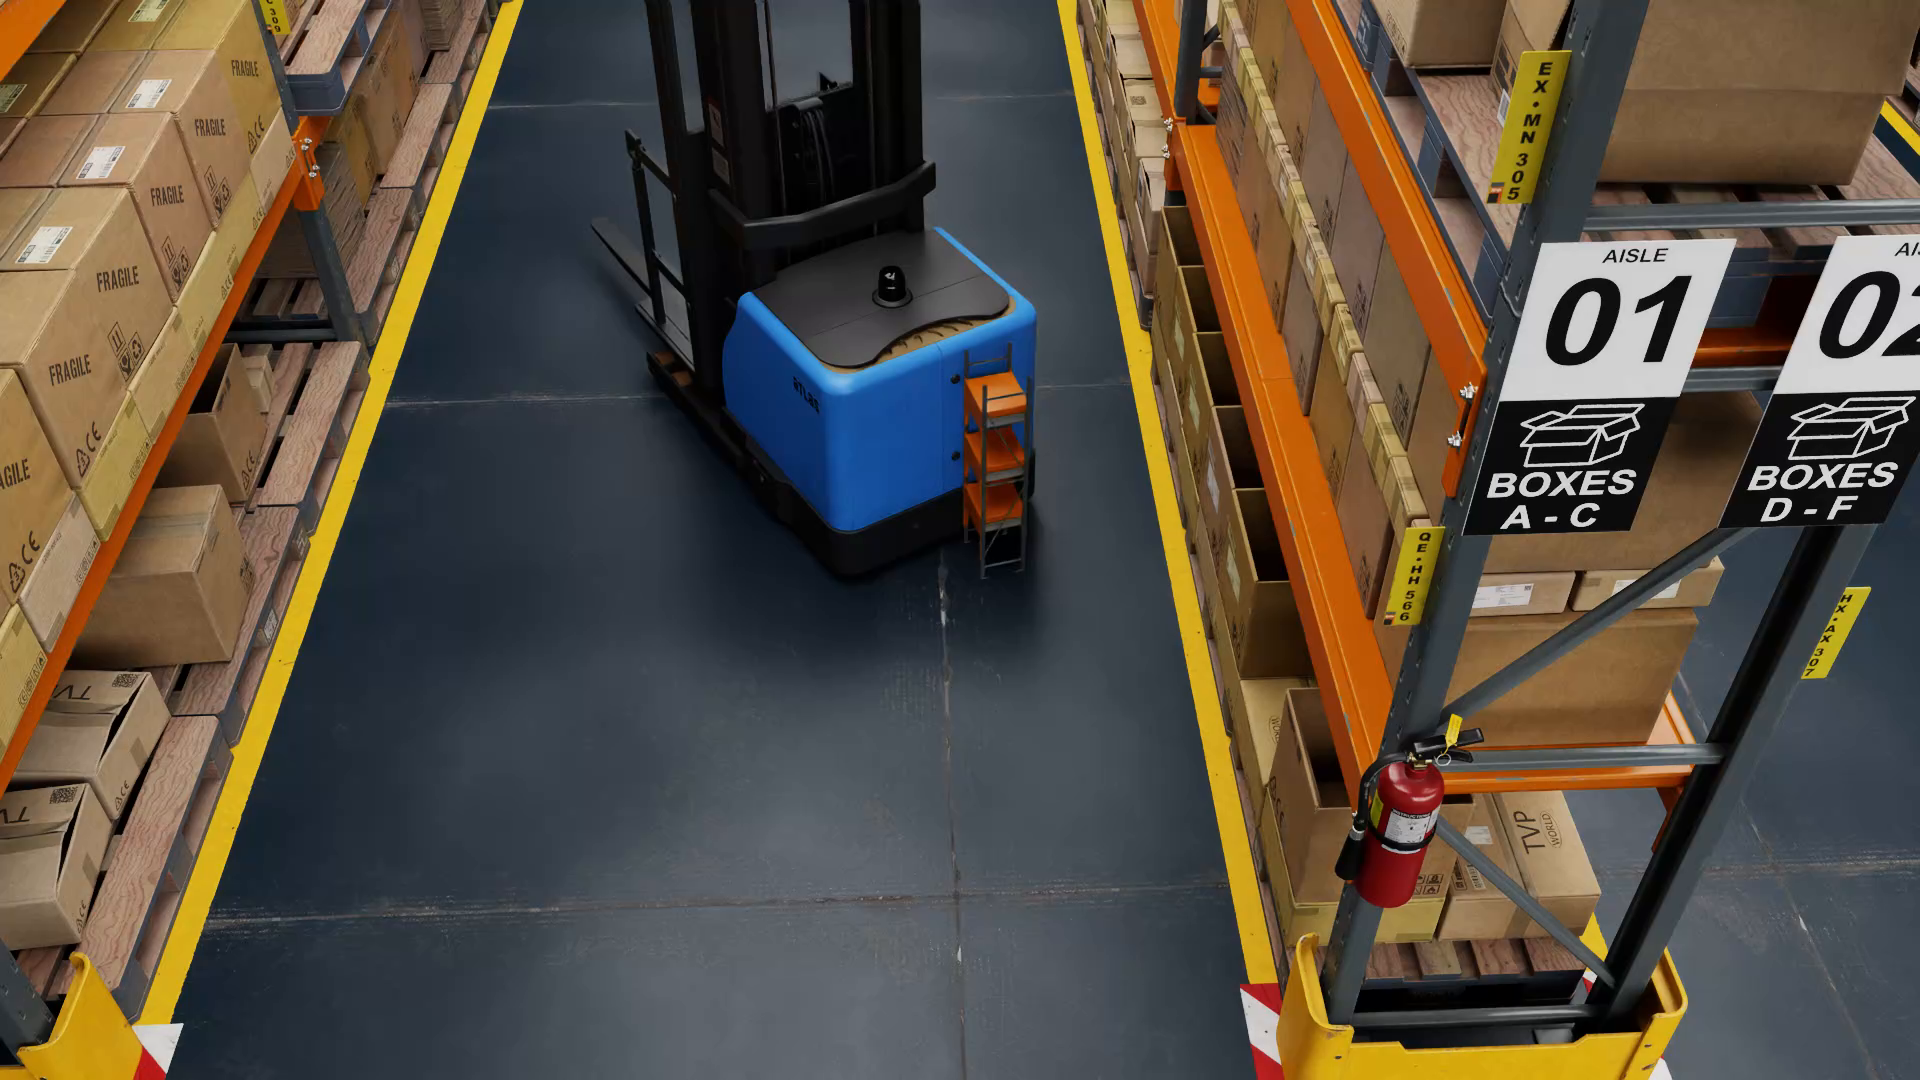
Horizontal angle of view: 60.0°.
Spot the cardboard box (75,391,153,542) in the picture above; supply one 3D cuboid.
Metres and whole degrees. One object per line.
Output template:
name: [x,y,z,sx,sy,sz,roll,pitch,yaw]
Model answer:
cardboard box: [-3.055,-0.241,5.539,0.500,0.250,0.500,-2,43,-2]

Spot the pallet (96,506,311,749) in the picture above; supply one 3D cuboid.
pallet: [-3.351,0.349,6.862,1.003,0.211,1.213,-2,43,-2]

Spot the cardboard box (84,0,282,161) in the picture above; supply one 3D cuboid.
cardboard box: [-3.141,-1.875,6.766,0.500,0.500,0.500,-2,43,-2]

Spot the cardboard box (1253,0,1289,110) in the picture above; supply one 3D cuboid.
cardboard box: [1.527,-1.976,6.301,0.700,0.500,0.500,-2,43,-2]

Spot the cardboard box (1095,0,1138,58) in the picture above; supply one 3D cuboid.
cardboard box: [1.088,-3.089,9.859,0.500,0.311,0.500,-3,43,-3]

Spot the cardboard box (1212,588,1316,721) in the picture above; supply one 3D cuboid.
cardboard box: [1.275,0.430,6.435,0.500,0.250,0.500,-2,43,-2]

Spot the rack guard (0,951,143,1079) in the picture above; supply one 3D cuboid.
rack guard: [-3.303,1.614,5.269,1.175,0.500,0.348,-2,43,-2]

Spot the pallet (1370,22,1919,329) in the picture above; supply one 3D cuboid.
pallet: [1.645,-0.952,4.064,1.003,0.211,1.213,-2,43,-2]

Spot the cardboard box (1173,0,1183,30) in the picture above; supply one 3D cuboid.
cardboard box: [1.258,-2.640,8.160,0.396,0.266,0.258,-3,43,-3]

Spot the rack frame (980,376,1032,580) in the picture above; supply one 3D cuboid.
rack frame: [0.185,-0.235,6.879,0.200,1.050,0.008,-12,44,-12]

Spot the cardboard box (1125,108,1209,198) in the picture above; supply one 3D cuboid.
cardboard box: [1.147,-2.066,8.742,0.500,0.311,0.500,-1,43,-1]

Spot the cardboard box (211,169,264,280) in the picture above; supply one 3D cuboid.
cardboard box: [-3.134,-1.261,6.652,0.500,0.250,0.500,-1,43,-2]

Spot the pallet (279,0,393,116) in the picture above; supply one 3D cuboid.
pallet: [-3.357,-2.406,7.947,1.003,0.211,1.213,-2,43,-2]

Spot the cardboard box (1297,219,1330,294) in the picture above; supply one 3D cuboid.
cardboard box: [1.374,-0.977,5.691,0.380,0.149,0.250,-2,43,-2]

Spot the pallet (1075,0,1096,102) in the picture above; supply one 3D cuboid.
pallet: [1.305,-3.217,10.753,1.003,0.211,1.213,-2,43,-2]

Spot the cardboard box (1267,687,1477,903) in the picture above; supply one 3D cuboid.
cardboard box: [1.329,0.828,5.446,0.500,0.500,0.500,-2,43,-2]

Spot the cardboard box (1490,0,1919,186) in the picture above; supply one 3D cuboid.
cardboard box: [1.629,-1.139,3.712,0.797,0.503,0.637,1,43,1]

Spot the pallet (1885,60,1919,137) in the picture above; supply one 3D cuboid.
pallet: [6.301,-2.568,10.045,1.003,0.211,1.213,-2,43,-2]

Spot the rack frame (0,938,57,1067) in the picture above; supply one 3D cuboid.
rack frame: [-3.297,0.744,4.369,0.949,2.616,0.053,-2,43,-2]

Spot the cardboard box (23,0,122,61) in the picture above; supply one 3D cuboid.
cardboard box: [-3.659,-1.862,6.752,0.500,0.500,0.500,-3,43,-3]

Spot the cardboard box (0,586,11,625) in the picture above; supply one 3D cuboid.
cardboard box: [-3.020,0.184,4.520,0.500,0.500,0.500,-2,43,-2]

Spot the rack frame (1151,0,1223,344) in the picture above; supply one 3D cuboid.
rack frame: [1.479,-2.101,7.472,1.000,3.000,0.127,-2,43,-2]

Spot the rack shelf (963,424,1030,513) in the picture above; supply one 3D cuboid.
rack shelf: [0.149,-0.306,6.972,0.215,0.259,0.240,-12,44,-12]

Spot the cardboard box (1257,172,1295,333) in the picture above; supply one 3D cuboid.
cardboard box: [1.551,-1.144,6.354,0.700,0.500,0.500,-1,43,-1]

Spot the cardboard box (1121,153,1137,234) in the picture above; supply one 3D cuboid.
cardboard box: [1.152,-1.856,8.928,0.500,0.250,0.500,-2,43,-2]

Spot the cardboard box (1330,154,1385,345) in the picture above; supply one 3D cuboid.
cardboard box: [1.590,-0.962,5.196,0.700,0.500,0.500,-1,43,-2]

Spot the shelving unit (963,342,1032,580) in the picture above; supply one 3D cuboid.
shelving unit: [0.149,-0.314,6.965,0.215,1.050,0.252,-12,44,-12]

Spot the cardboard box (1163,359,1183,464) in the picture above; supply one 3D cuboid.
cardboard box: [1.212,-0.583,7.540,0.500,0.250,0.500,-2,43,-2]

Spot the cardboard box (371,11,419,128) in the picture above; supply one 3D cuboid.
cardboard box: [-3.602,-2.727,9.680,0.700,0.500,0.500,-2,43,-2]

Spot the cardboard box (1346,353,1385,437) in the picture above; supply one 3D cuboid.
cardboard box: [1.411,-0.449,5.115,0.380,0.149,0.250,-1,43,-1]

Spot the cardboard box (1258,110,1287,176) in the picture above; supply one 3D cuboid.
cardboard box: [1.342,-1.501,6.263,0.380,0.149,0.250,-3,43,-3]

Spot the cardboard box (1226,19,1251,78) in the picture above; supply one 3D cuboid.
cardboard box: [1.308,-2.021,6.831,0.380,0.149,0.250,-1,43,-1]

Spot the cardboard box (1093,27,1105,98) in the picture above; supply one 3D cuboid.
cardboard box: [1.088,-2.891,10.058,0.500,0.250,0.500,-3,43,-3]

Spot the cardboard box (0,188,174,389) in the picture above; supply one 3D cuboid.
cardboard box: [-3.080,-0.847,5.645,0.500,0.500,0.500,0,43,0]

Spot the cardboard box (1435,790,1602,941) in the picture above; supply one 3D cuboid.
cardboard box: [1.849,1.089,5.715,0.500,0.250,0.500,-2,43,-2]

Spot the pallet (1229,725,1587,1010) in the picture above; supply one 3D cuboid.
pallet: [1.575,1.112,6.030,1.003,0.211,1.213,-2,43,-2]

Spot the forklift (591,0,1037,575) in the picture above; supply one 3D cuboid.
forklift: [-0.886,-1.901,7.305,1.130,2.935,3.031,-24,48,-24]

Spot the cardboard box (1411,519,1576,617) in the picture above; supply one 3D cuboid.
cardboard box: [1.442,0.071,4.549,0.380,0.149,0.250,-2,43,-3]

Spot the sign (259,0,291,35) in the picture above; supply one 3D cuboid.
sign: [-2.928,-2.297,7.045,0.100,0.325,0.005,-2,43,-2]

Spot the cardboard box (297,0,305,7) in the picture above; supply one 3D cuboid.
cardboard box: [-3.474,-2.878,7.920,0.700,0.500,0.500,2,43,3]

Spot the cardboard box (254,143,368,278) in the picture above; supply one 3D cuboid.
cardboard box: [-3.518,-1.694,8.552,0.700,0.500,0.500,0,43,0]

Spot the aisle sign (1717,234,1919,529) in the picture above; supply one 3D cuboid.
aisle sign: [1.958,-0.324,3.609,0.394,0.787,0.004,-2,43,-2]

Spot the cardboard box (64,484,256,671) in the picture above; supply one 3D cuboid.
cardboard box: [-3.245,0.152,6.539,0.700,0.500,0.500,-4,43,-4]

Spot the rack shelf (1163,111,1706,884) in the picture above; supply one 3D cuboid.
rack shelf: [1.564,-0.486,6.242,1.077,0.370,4.000,-2,43,-2]

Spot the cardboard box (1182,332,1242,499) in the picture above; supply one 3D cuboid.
cardboard box: [1.229,-0.522,6.918,0.500,0.500,0.500,-2,43,-2]

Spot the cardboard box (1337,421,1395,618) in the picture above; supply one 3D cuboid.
cardboard box: [1.615,-0.108,5.223,0.700,0.500,0.500,-1,43,-1]

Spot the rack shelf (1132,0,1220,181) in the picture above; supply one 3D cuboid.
rack shelf: [1.394,-3.186,9.188,1.077,0.370,4.000,-2,43,-2]
